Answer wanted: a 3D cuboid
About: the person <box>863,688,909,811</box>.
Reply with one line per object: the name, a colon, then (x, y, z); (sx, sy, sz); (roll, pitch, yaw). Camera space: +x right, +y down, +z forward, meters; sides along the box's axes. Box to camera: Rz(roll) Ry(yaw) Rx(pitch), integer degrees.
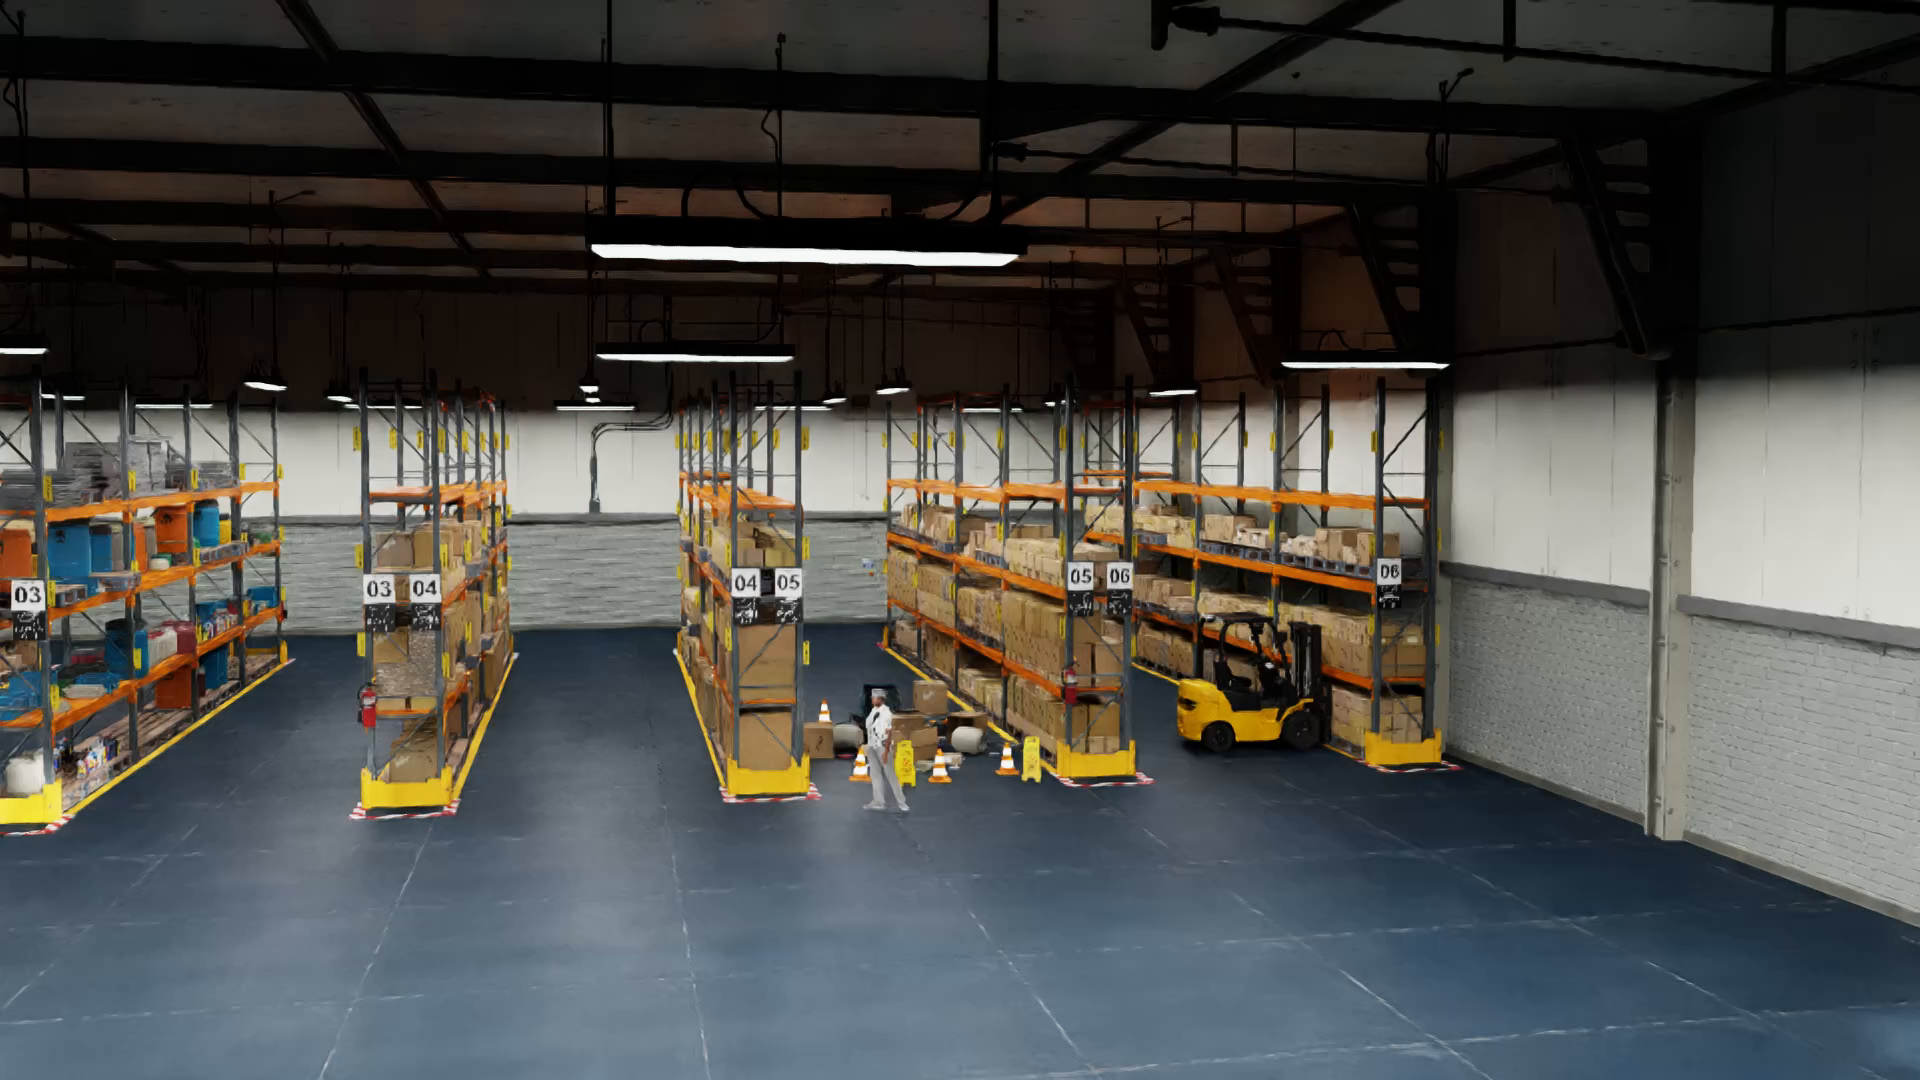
person: (-1.000, 2.836, 22.553); (0.477, 1.665, 0.658); (-3, 4, -38)
